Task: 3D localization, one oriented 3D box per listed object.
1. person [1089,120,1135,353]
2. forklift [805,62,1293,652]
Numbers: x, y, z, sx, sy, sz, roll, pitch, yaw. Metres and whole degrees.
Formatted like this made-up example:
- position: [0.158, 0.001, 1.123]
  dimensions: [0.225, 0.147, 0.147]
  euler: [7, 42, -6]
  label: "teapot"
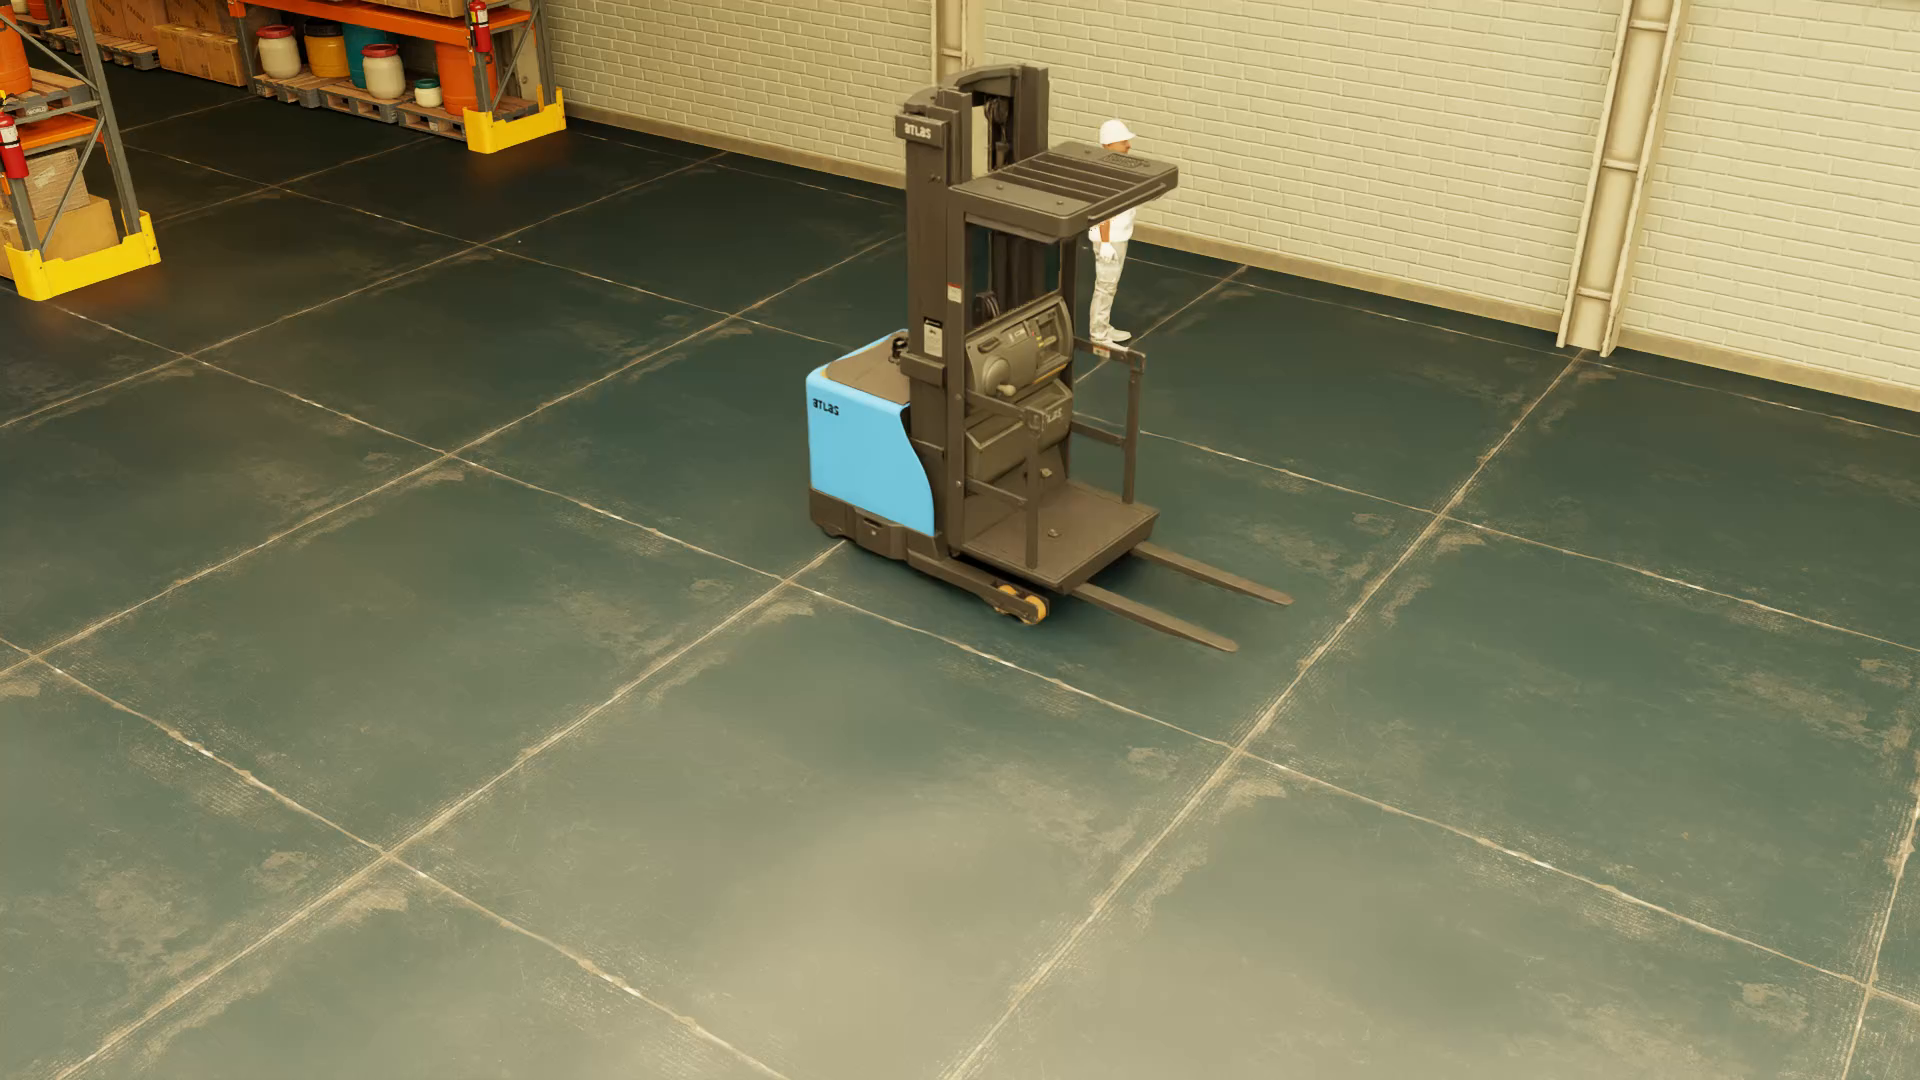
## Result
- position: [1.171, -2.319, 12.714]
  dimensions: [0.371, 1.790, 0.544]
  euler: [6, 31, 10]
  label: "person"
- position: [0.509, -1.075, 9.433]
  dimensions: [3.031, 2.935, 1.130]
  euler: [22, 37, 33]
  label: "forklift"
